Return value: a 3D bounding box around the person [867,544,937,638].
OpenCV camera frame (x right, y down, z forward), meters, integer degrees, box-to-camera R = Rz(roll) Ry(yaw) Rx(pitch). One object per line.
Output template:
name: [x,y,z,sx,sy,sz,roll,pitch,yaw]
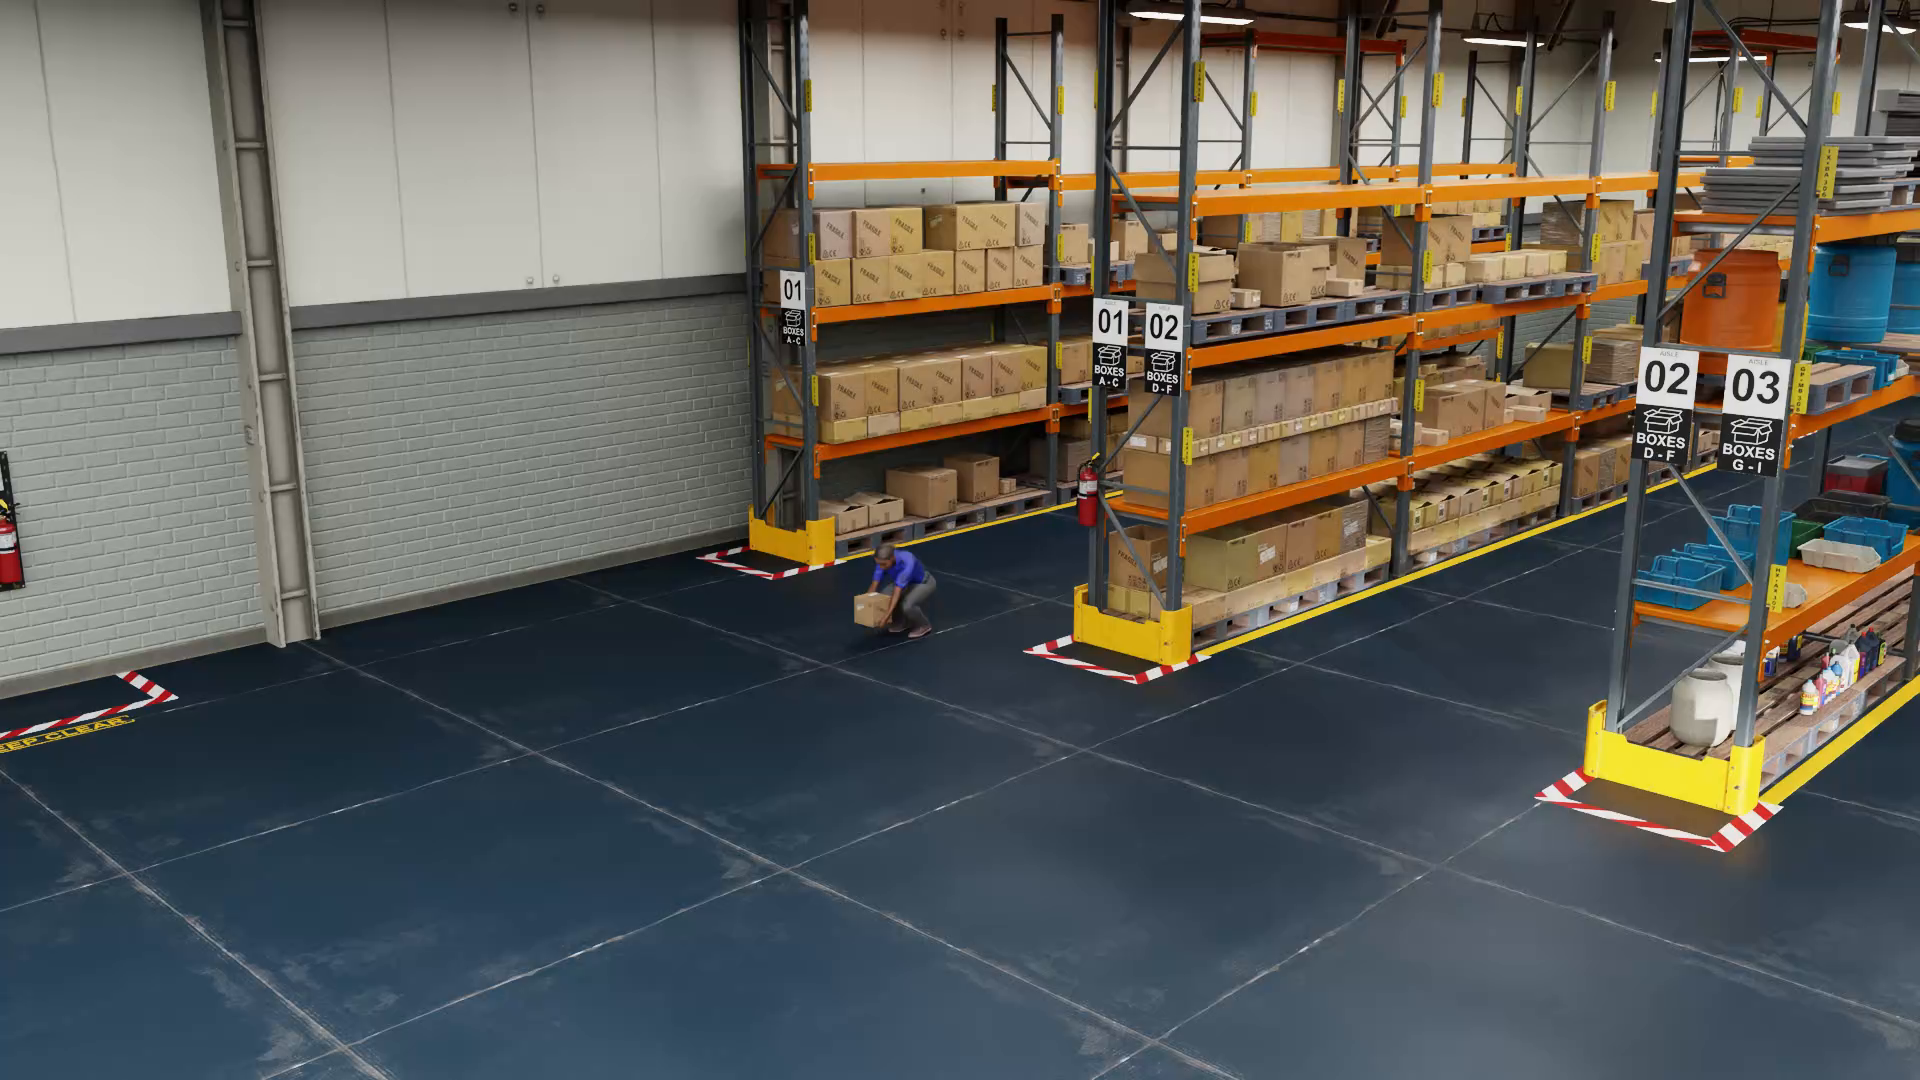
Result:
person: [-0.577,0.455,15.677,0.460,0.948,0.841,12,19,41]
